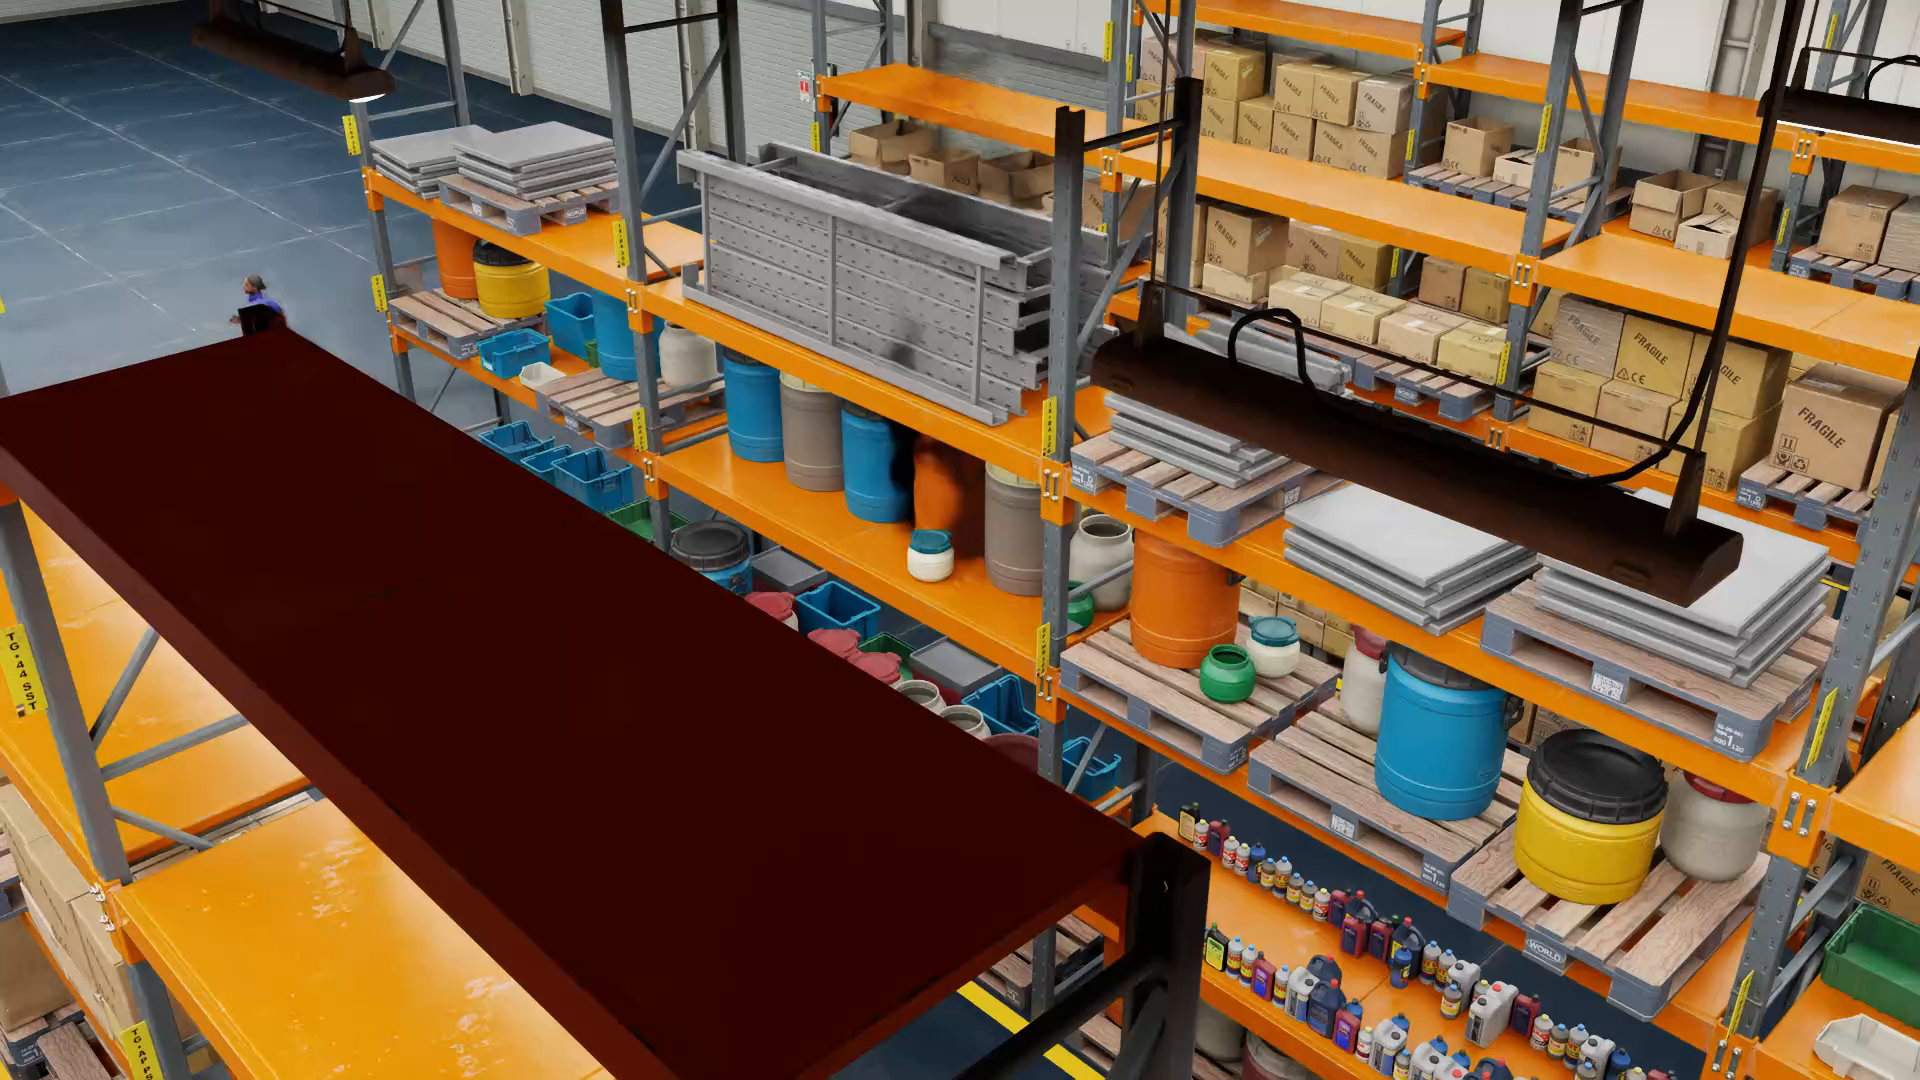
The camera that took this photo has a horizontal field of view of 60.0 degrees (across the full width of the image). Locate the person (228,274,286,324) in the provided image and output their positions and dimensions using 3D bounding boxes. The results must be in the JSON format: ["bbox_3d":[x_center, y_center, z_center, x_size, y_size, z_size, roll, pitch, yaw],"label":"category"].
[{"bbox_3d":[-8.058,-2.285,19.338,0.883,1.680,0.574,-14,31,-24],"label":"person"}]
